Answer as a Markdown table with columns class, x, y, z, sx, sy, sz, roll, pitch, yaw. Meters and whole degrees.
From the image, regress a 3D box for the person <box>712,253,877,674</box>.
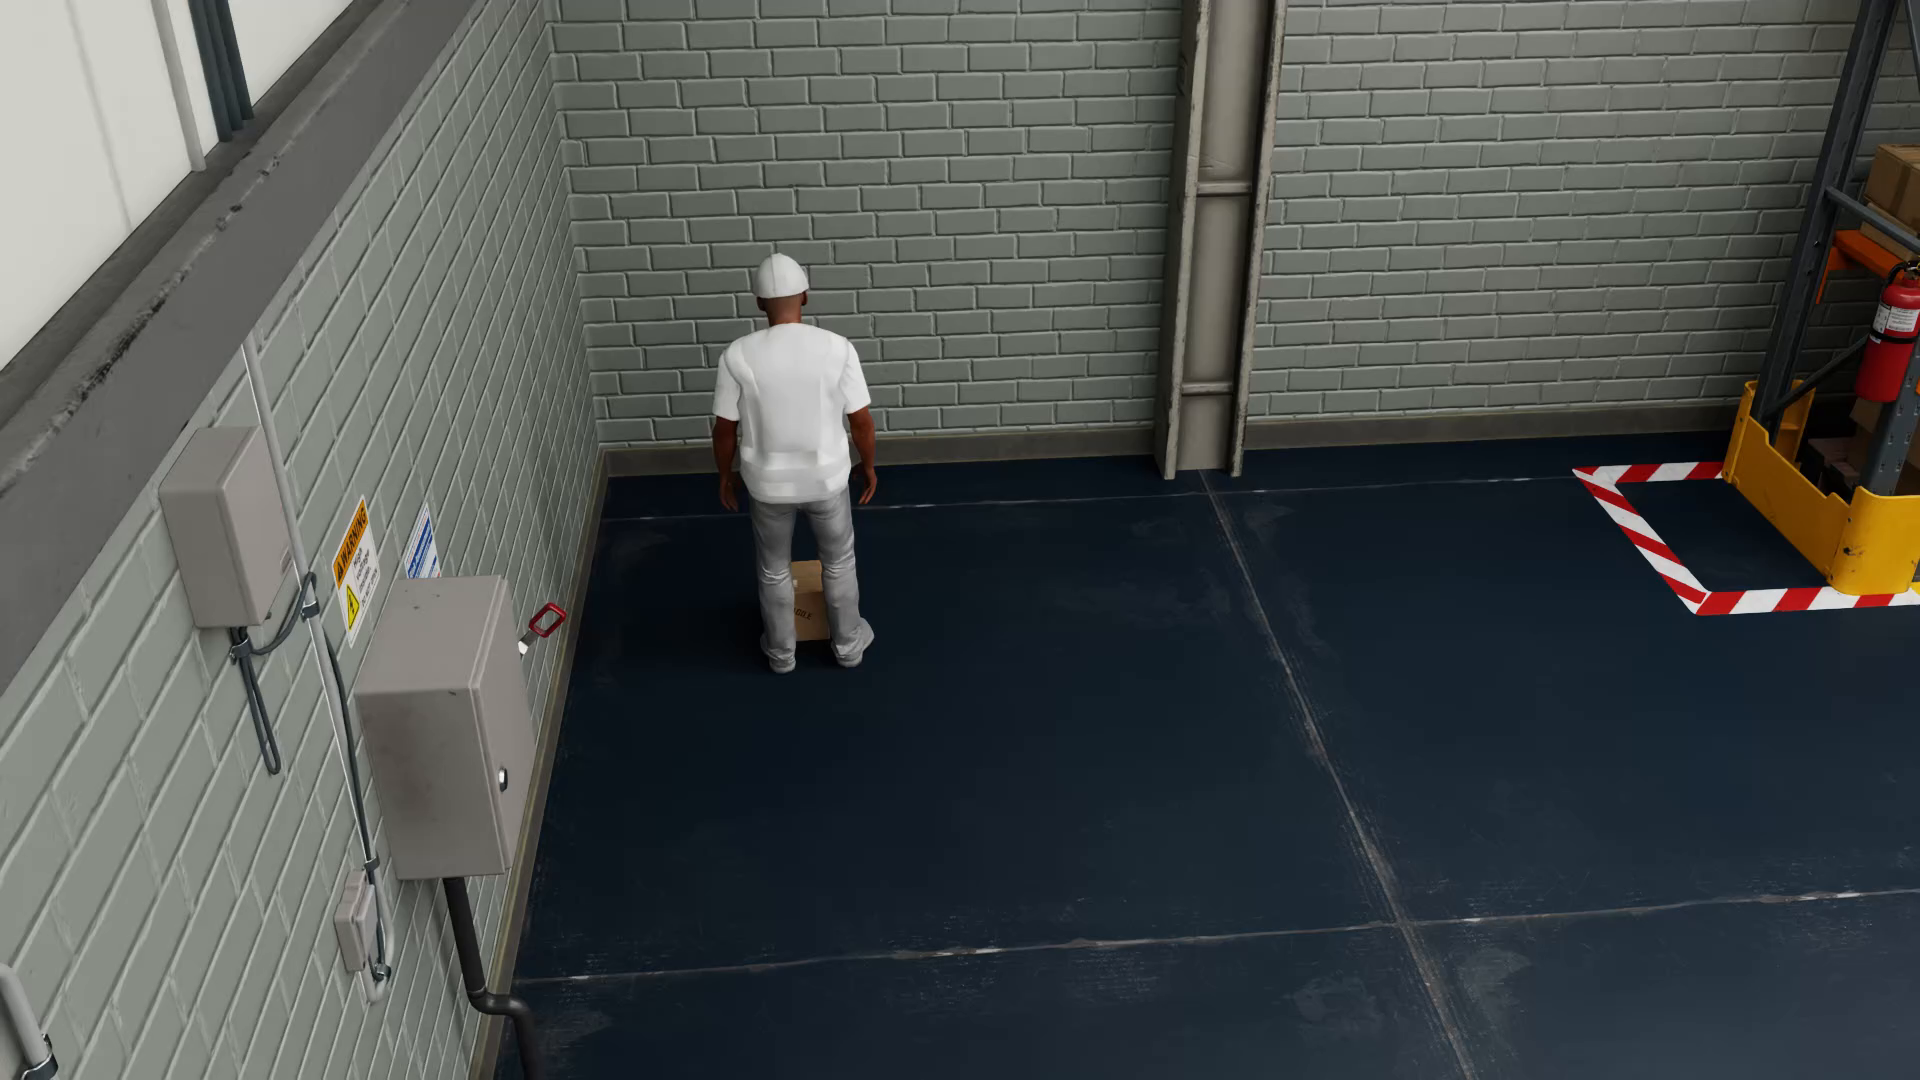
| class | x | y | z | sx | sy | sz | roll | pitch | yaw |
| --- | --- | --- | --- | --- | --- | --- | --- | --- | --- |
| person | -0.644 | -0.271 | 6.568 | 0.632 | 1.760 | 0.463 | -3 | 31 | -5 |
